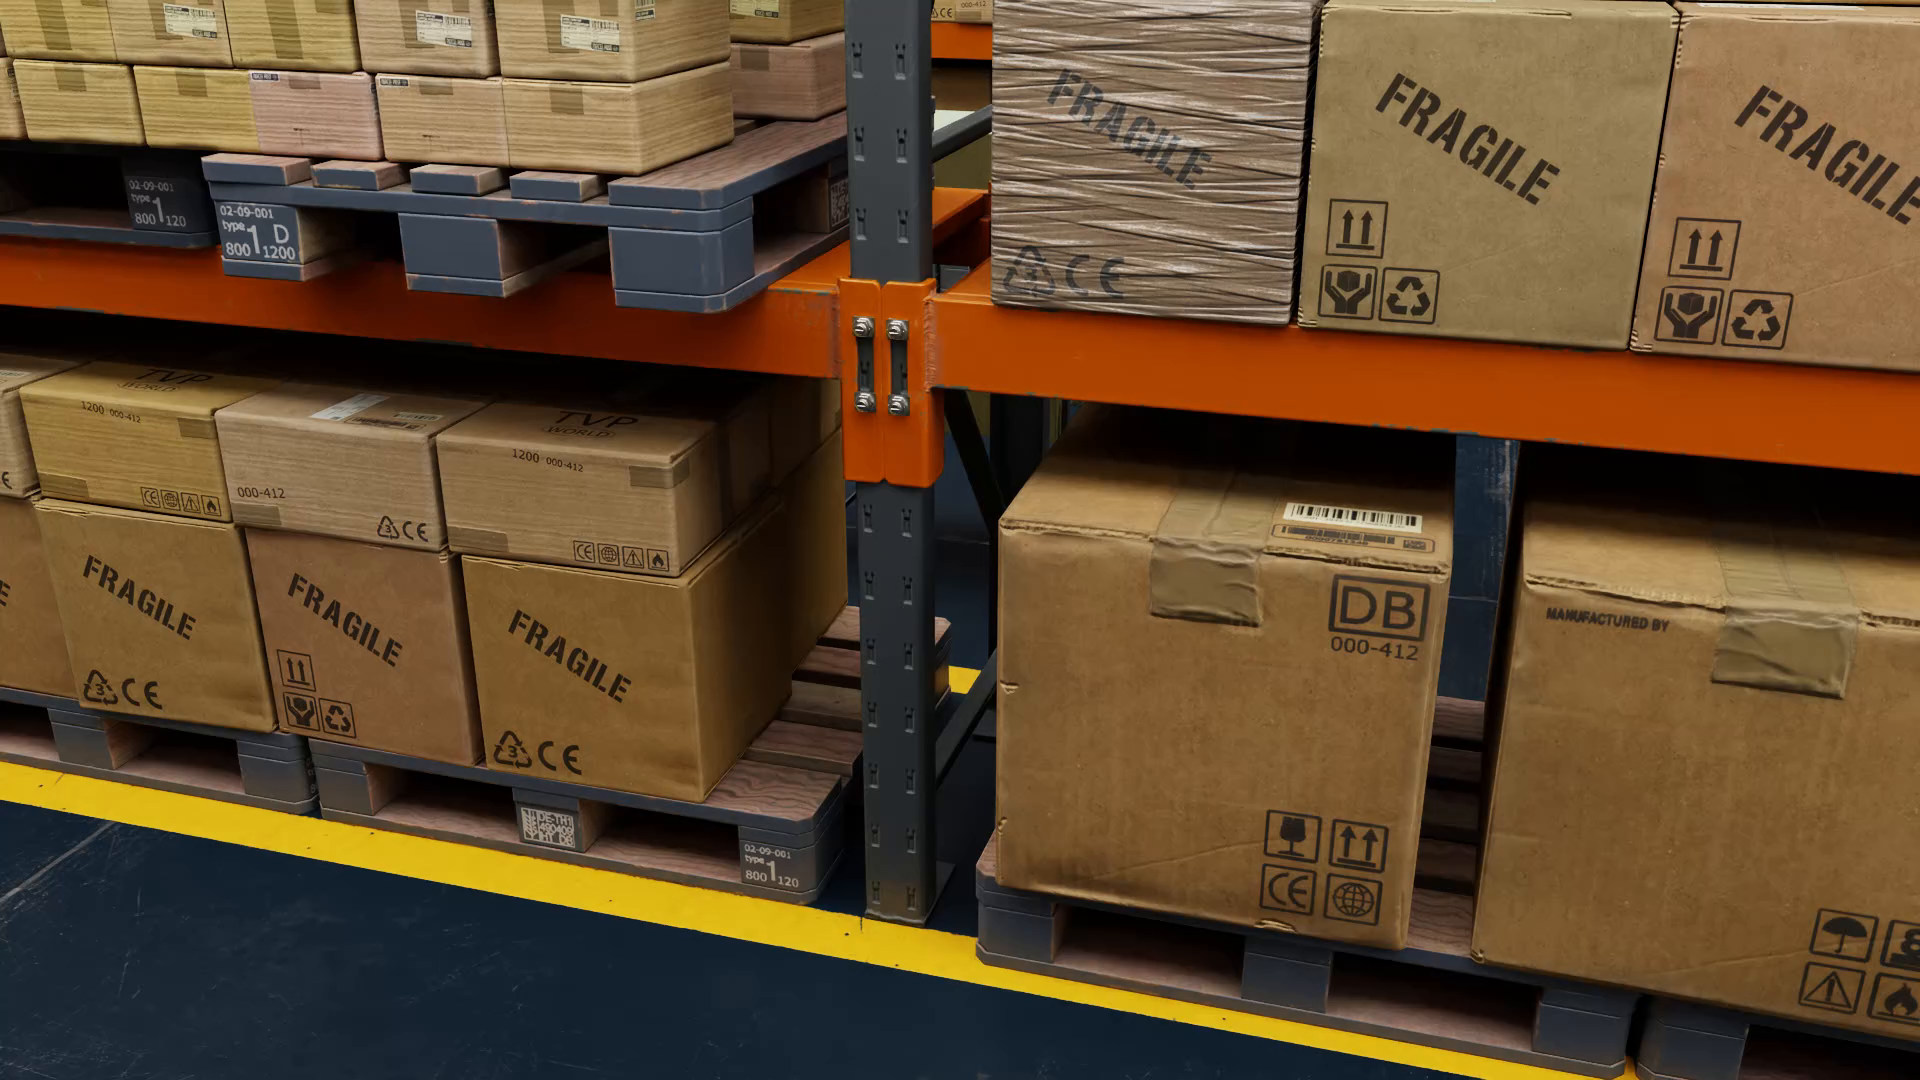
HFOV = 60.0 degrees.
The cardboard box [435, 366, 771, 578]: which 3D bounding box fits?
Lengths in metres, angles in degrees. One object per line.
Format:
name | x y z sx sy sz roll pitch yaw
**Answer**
cardboard box | -0.719 -0.155 3.448 0.500 0.250 0.500 6 23 14

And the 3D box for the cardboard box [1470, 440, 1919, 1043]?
cardboard box | 1.406 0.250 3.119 0.750 0.750 1.050 7 23 16

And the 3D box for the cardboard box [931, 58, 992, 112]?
cardboard box | -0.146 -2.017 8.481 0.875 0.875 0.875 7 23 16

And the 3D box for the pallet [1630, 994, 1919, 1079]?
pallet | 1.908 0.748 3.169 1.213 0.211 1.003 7 23 16

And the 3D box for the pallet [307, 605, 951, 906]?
pallet | -0.737 0.413 3.985 1.213 0.211 1.003 7 23 16

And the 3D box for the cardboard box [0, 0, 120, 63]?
cardboard box | -1.579 -1.007 3.159 0.250 0.149 0.380 6 23 15

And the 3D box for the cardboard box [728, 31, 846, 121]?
cardboard box | -0.359 -0.991 3.512 0.250 0.149 0.380 6 23 15

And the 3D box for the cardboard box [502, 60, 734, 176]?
cardboard box | -0.594 -0.756 2.938 0.250 0.149 0.380 7 23 16

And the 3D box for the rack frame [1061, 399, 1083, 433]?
rack frame | 0.357 -0.653 4.886 0.023 1.500 0.400 7 23 16

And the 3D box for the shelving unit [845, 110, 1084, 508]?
shelving unit | 0.006 -0.693 4.984 0.755 1.500 0.431 7 23 16

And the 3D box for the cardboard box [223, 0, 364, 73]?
cardboard box | -1.102 -0.952 3.023 0.250 0.149 0.380 7 23 17

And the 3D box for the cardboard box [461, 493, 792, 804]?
cardboard box | -0.694 0.194 3.584 0.500 0.500 0.500 6 23 15

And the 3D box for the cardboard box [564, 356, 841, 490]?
cardboard box | -0.579 -0.339 3.896 0.500 0.250 0.500 5 23 13

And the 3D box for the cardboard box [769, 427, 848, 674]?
cardboard box | -0.592 0.001 4.055 0.500 0.500 0.500 6 23 13

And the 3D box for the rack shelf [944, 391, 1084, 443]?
rack shelf | 0.006 -0.392 5.107 0.720 0.370 0.431 7 23 16

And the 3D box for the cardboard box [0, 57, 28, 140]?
cardboard box | -1.820 -0.898 3.285 0.250 0.149 0.380 7 23 17

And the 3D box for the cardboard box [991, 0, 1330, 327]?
cardboard box | 0.363 -0.690 2.867 0.500 0.500 0.500 7 23 16

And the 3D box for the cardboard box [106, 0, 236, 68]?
cardboard box | -1.341 -0.979 3.091 0.250 0.149 0.380 7 23 16

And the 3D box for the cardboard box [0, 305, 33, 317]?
cardboard box | -2.544 -0.563 4.442 0.500 0.250 0.500 8 24 18

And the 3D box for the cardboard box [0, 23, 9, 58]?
cardboard box | -1.829 -1.036 3.228 0.250 0.149 0.380 7 23 17

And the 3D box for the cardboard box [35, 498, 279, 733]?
cardboard box | -1.701 0.084 3.853 0.500 0.500 0.500 5 23 13

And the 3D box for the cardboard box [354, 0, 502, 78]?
cardboard box | -0.849 -0.924 2.955 0.250 0.149 0.380 7 23 18

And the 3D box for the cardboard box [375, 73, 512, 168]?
cardboard box | -0.831 -0.784 3.006 0.250 0.149 0.380 6 23 15

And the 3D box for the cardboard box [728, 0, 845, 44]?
cardboard box | -0.393 -1.132 3.464 0.250 0.149 0.380 8 24 18

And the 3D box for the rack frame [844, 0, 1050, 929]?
rack frame | 0.011 -0.791 3.245 0.127 3.000 1.000 7 23 16

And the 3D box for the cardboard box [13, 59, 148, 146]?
cardboard box | -1.573 -0.869 3.215 0.250 0.149 0.380 6 23 13

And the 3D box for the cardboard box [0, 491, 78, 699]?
cardboard box | -2.175 0.020 4.009 0.500 0.500 0.500 7 23 16

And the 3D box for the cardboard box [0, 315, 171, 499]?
cardboard box | -2.190 -0.322 3.855 0.500 0.250 0.500 7 23 18

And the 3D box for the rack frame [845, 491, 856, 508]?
rack frame | -0.344 -0.733 5.081 0.023 1.500 0.400 7 23 16

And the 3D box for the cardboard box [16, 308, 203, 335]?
cardboard box | -2.034 -0.510 4.314 0.500 0.250 0.500 5 23 13

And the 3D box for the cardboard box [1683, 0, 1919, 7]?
cardboard box | 1.415 -1.136 2.639 0.500 0.500 0.700 6 23 15

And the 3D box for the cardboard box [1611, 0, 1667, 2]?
cardboard box | 0.923 -1.192 2.774 0.500 0.500 0.700 6 23 15

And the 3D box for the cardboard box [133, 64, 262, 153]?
cardboard box | -1.315 -0.840 3.144 0.250 0.149 0.380 6 23 15

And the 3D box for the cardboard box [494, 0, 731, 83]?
cardboard box | -0.593 -0.895 2.885 0.250 0.149 0.380 7 23 17

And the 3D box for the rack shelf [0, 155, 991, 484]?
rack shelf | -1.904 -0.677 3.916 4.000 0.370 1.077 7 23 16

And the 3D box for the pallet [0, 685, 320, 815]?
pallet | -1.901 0.279 4.312 1.213 0.211 1.003 7 23 16

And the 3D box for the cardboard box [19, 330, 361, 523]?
cardboard box | -1.688 -0.268 3.723 0.500 0.250 0.500 7 23 17

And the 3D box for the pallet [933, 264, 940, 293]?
pallet | -0.553 -1.558 8.791 1.213 0.211 1.003 7 23 16

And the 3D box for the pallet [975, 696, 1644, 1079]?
pallet | 0.744 0.613 3.497 1.213 0.211 1.003 7 23 16

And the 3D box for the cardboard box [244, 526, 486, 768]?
cardboard box | -1.190 0.136 3.726 0.500 0.500 0.500 8 23 18

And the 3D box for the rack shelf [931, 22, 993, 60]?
rack shelf | -0.570 -2.487 8.328 4.000 0.370 1.077 7 23 16

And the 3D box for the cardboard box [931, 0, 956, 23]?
cardboard box | -0.186 -2.603 7.862 0.500 0.250 0.500 6 23 15

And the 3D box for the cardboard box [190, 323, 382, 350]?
cardboard box | -1.535 -0.454 4.175 0.500 0.250 0.500 7 23 16

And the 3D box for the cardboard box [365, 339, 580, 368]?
cardboard box | -1.065 -0.395 4.032 0.500 0.250 0.500 6 23 15

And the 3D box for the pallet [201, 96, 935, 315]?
pallet | -0.702 -0.741 3.378 1.003 0.211 1.213 7 23 16

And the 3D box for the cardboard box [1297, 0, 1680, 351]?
cardboard box | 0.851 -0.635 2.734 0.500 0.500 0.500 6 23 15

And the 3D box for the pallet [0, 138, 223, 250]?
pallet | -1.896 -0.904 3.774 1.213 0.211 1.003 7 23 16

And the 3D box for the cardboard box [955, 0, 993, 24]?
cardboard box | 0.291 -2.542 7.713 0.500 0.250 0.500 7 23 16

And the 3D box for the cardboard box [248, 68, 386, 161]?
cardboard box | -1.077 -0.812 3.074 0.250 0.149 0.380 7 23 16

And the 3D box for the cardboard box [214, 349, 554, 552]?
cardboard box | -1.206 -0.207 3.573 0.500 0.250 0.500 7 23 16

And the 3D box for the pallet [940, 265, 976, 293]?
pallet | 0.611 -1.424 8.463 1.213 0.211 1.003 7 23 16

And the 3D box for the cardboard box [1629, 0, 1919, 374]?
cardboard box | 1.333 -0.580 2.599 0.500 0.500 0.500 7 23 15

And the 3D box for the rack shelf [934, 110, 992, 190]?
rack shelf | 0.006 -1.054 4.836 0.720 0.370 0.431 7 23 16

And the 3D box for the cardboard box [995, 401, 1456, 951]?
cardboard box | 0.568 0.155 3.350 0.750 0.750 1.050 6 23 15

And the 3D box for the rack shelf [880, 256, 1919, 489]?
rack shelf | 1.926 -0.239 2.847 4.000 0.370 1.077 7 23 16
